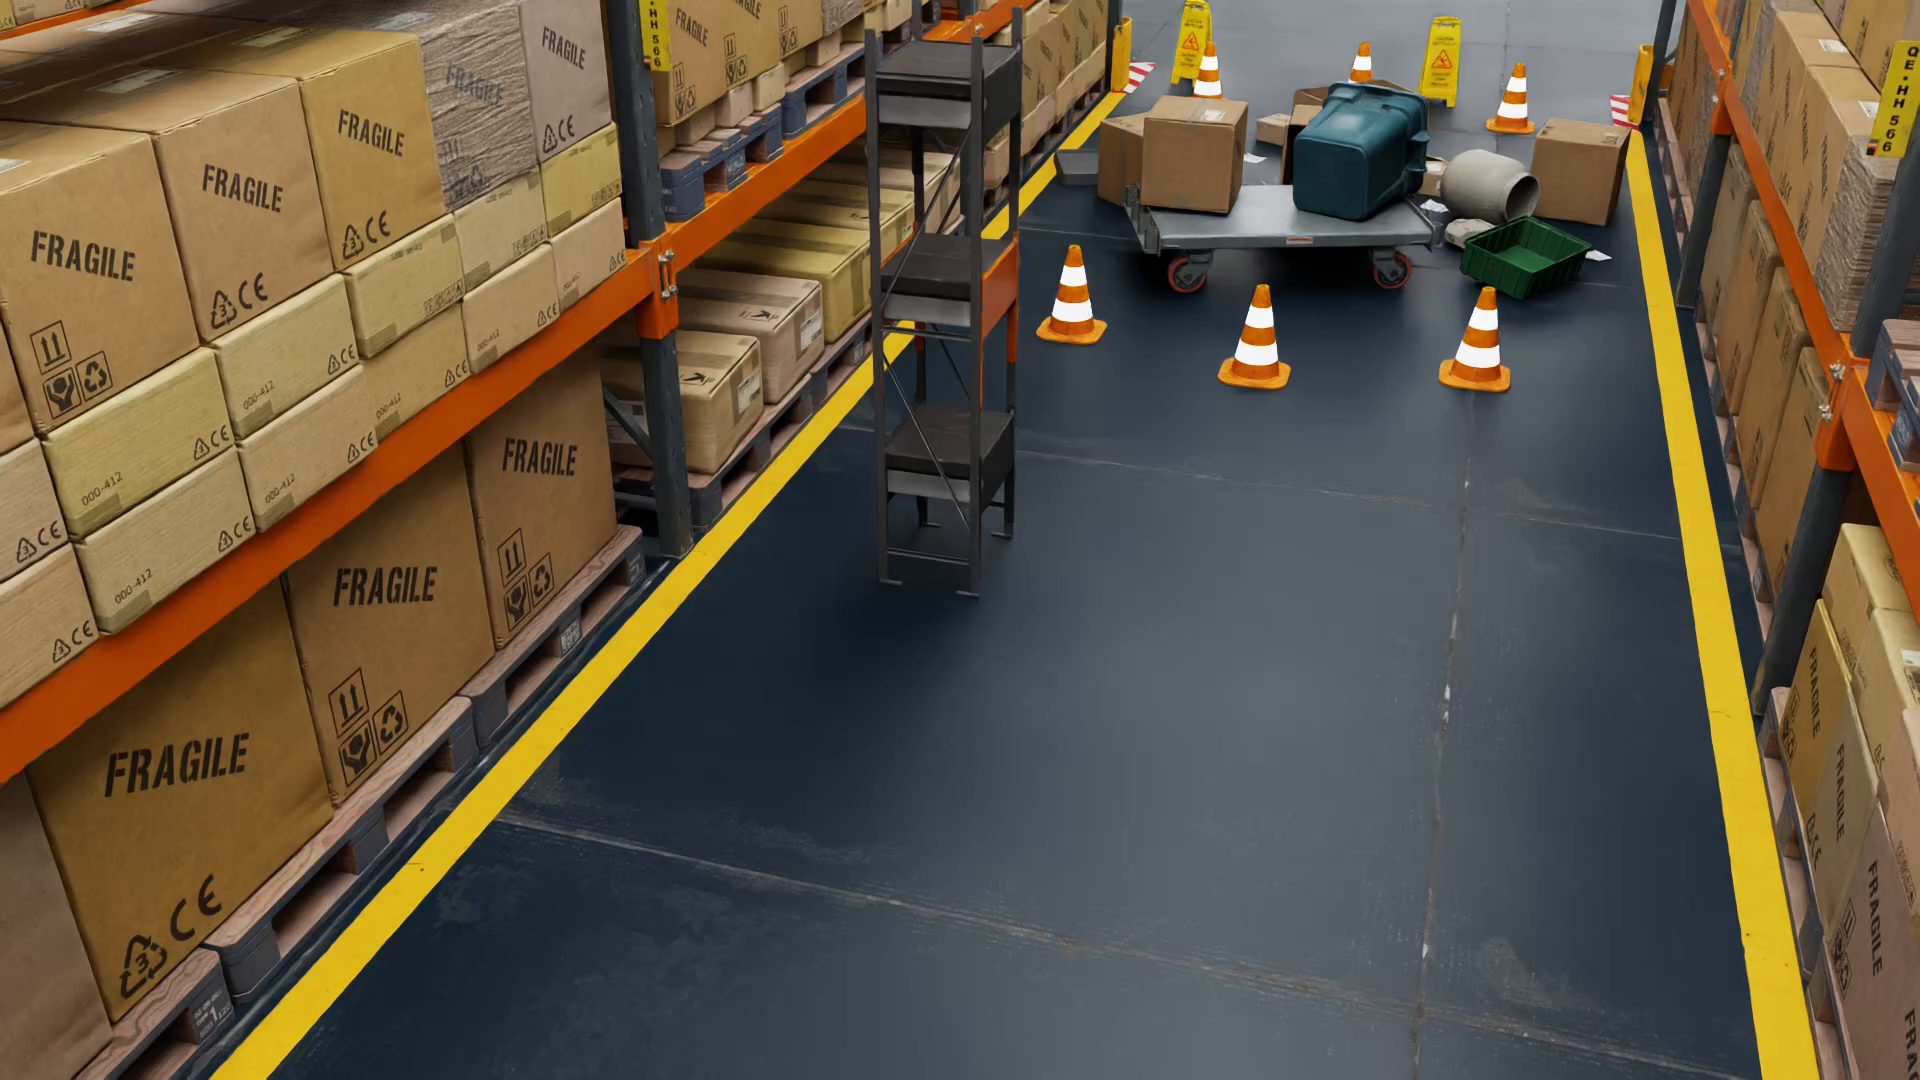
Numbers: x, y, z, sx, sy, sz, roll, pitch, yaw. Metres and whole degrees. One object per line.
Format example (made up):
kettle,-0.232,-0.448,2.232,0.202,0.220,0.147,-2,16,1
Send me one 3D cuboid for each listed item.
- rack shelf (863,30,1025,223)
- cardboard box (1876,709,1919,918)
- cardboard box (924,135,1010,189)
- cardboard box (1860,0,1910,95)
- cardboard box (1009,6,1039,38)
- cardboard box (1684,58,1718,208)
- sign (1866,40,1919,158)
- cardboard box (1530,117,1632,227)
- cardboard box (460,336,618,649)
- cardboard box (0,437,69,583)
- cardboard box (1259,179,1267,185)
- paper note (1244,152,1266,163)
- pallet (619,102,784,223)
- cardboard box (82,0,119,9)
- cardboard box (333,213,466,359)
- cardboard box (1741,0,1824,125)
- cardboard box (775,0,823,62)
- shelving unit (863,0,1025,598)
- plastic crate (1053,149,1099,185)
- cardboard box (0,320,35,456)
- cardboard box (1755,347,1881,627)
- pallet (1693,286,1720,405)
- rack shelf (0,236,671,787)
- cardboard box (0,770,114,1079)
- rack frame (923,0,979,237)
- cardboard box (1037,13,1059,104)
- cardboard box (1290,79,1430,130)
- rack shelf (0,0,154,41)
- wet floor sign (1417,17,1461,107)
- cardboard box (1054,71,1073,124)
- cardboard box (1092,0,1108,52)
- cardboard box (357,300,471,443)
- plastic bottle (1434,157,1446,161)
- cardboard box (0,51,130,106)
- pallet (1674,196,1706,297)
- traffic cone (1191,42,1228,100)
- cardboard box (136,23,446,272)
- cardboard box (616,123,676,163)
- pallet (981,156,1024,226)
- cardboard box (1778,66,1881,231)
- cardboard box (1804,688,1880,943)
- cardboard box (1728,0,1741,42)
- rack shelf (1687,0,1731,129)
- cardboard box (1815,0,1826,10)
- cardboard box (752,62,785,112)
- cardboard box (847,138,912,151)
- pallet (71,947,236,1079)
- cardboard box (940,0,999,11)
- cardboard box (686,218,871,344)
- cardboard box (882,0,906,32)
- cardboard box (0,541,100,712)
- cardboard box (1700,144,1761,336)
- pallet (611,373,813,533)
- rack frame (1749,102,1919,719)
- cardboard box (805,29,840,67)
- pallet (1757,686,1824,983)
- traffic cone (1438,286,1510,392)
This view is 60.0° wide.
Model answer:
rack shelf,-0.049,-1.440,5.768,0.431,0.518,0.480,8,30,15
cardboard box,2.457,0.667,3.833,0.500,0.250,0.500,9,30,15
cardboard box,0.041,-2.400,10.374,0.500,0.250,0.500,7,30,13
cardboard box,3.634,-1.825,5.815,0.700,0.500,0.500,8,30,14
cardboard box,0.284,-3.299,10.553,0.380,0.149,0.250,10,31,17
cardboard box,4.884,-2.479,9.875,0.875,0.875,0.875,9,30,15
sign,2.666,-1.247,4.716,0.100,0.325,0.005,8,30,15
cardboard box,3.846,-2.299,10.366,0.500,0.500,0.500,14,32,23
cardboard box,-1.847,-0.269,5.902,0.875,0.875,0.875,8,30,14
cardboard box,-2.214,-0.028,3.354,0.500,0.250,0.500,9,30,16
cardboard box,1.901,-2.060,10.179,0.258,0.266,0.396,-12,31,-20
paper note,2.016,-2.642,11.479,0.148,0.019,0.142,20,35,32
pallet,-1.457,-1.586,6.712,1.213,0.211,1.003,8,30,15
cardboard box,-5.177,-3.317,9.781,0.500,0.250,0.500,8,30,15
cardboard box,-1.741,-0.735,4.626,0.500,0.250,0.500,8,30,14
cardboard box,3.812,-2.126,7.382,0.500,0.500,0.500,9,30,15
cardboard box,-0.915,-2.347,7.043,0.500,0.500,0.500,9,30,16
shelving unit,-0.049,-0.841,6.101,0.431,2.100,0.503,8,30,15
plastic crate,0.854,-2.519,11.195,0.402,0.080,0.583,-1,29,-3
cardboard box,-2.212,-0.349,3.160,0.500,0.500,0.500,8,30,15
cardboard box,3.462,-0.134,5.788,1.050,0.750,0.750,8,30,14
pallet,4.217,-0.935,8.213,1.003,0.211,1.213,8,30,15
rack shelf,-2.151,-0.079,4.547,1.077,0.370,4.000,8,30,15
cardboard box,-2.633,0.981,3.654,0.875,0.875,0.875,9,30,16
rack frame,-0.390,-3.182,9.384,1.000,3.000,0.127,8,30,15
cardboard box,0.341,-3.218,11.075,0.500,0.500,0.500,10,31,17
cardboard box,2.688,-2.772,11.216,0.797,0.503,0.637,-12,31,-20
rack shelf,-5.724,-2.645,9.159,1.077,0.370,4.000,8,30,15
wet floor sign,3.661,-3.649,12.645,0.267,0.644,0.232,3,29,6
cardboard box,0.496,-3.125,11.679,0.500,0.250,0.500,7,30,13
cardboard box,0.798,-3.941,12.374,0.500,0.500,0.500,9,30,15
cardboard box,-1.763,-0.514,4.743,0.500,0.250,0.500,8,30,14
plastic bottle,3.227,-2.511,11.200,0.133,0.061,0.283,-1,29,-3
cardboard box,-2.397,-0.905,4.160,0.500,0.500,0.500,9,30,16
pallet,4.669,-1.646,9.492,1.003,0.211,1.213,8,30,15
traffic cone,1.891,-3.548,12.652,0.336,0.463,0.334,8,30,15
cardboard box,-1.761,-1.057,4.432,0.500,0.500,0.500,9,30,15
cardboard box,-1.291,-1.521,6.226,0.380,0.149,0.250,7,30,12
pallet,-0.227,-2.281,10.632,1.003,0.211,1.213,8,30,15
cardboard box,3.367,-1.419,6.112,0.500,0.500,0.500,8,30,14
cardboard box,2.601,0.772,4.417,0.500,0.500,0.500,9,30,15
cardboard box,4.468,-2.761,8.474,0.875,0.550,0.550,8,30,15
rack shelf,4.958,-3.138,10.045,1.077,0.370,4.000,8,30,15
cardboard box,4.082,-2.532,7.085,0.700,0.500,0.500,8,30,14
cardboard box,-0.951,-1.893,6.894,0.380,0.149,0.250,9,30,15
cardboard box,-0.474,-2.477,10.514,0.500,0.250,0.500,10,31,17
pallet,-2.584,1.385,4.043,1.003,0.211,1.213,8,30,15
cardboard box,0.009,-3.173,9.626,0.380,0.149,0.250,8,30,15
cardboard box,-0.952,-1.315,8.300,0.950,0.372,0.625,10,30,17
cardboard box,-0.484,-2.613,8.189,0.380,0.149,0.250,9,30,15
cardboard box,-2.207,0.194,3.470,0.500,0.250,0.500,8,30,14
cardboard box,4.275,-1.422,8.102,1.050,0.750,0.750,8,30,15
pallet,-1.334,-0.467,7.373,1.003,0.211,1.213,8,30,15
rack frame,3.197,-0.664,4.857,1.000,3.000,0.127,8,30,15
cardboard box,-0.771,-2.265,7.563,0.380,0.149,0.250,9,30,16
pallet,2.966,0.918,4.883,1.003,0.211,1.213,8,30,15
traffic cone,2.534,-1.006,8.083,0.336,0.463,0.334,8,30,15
